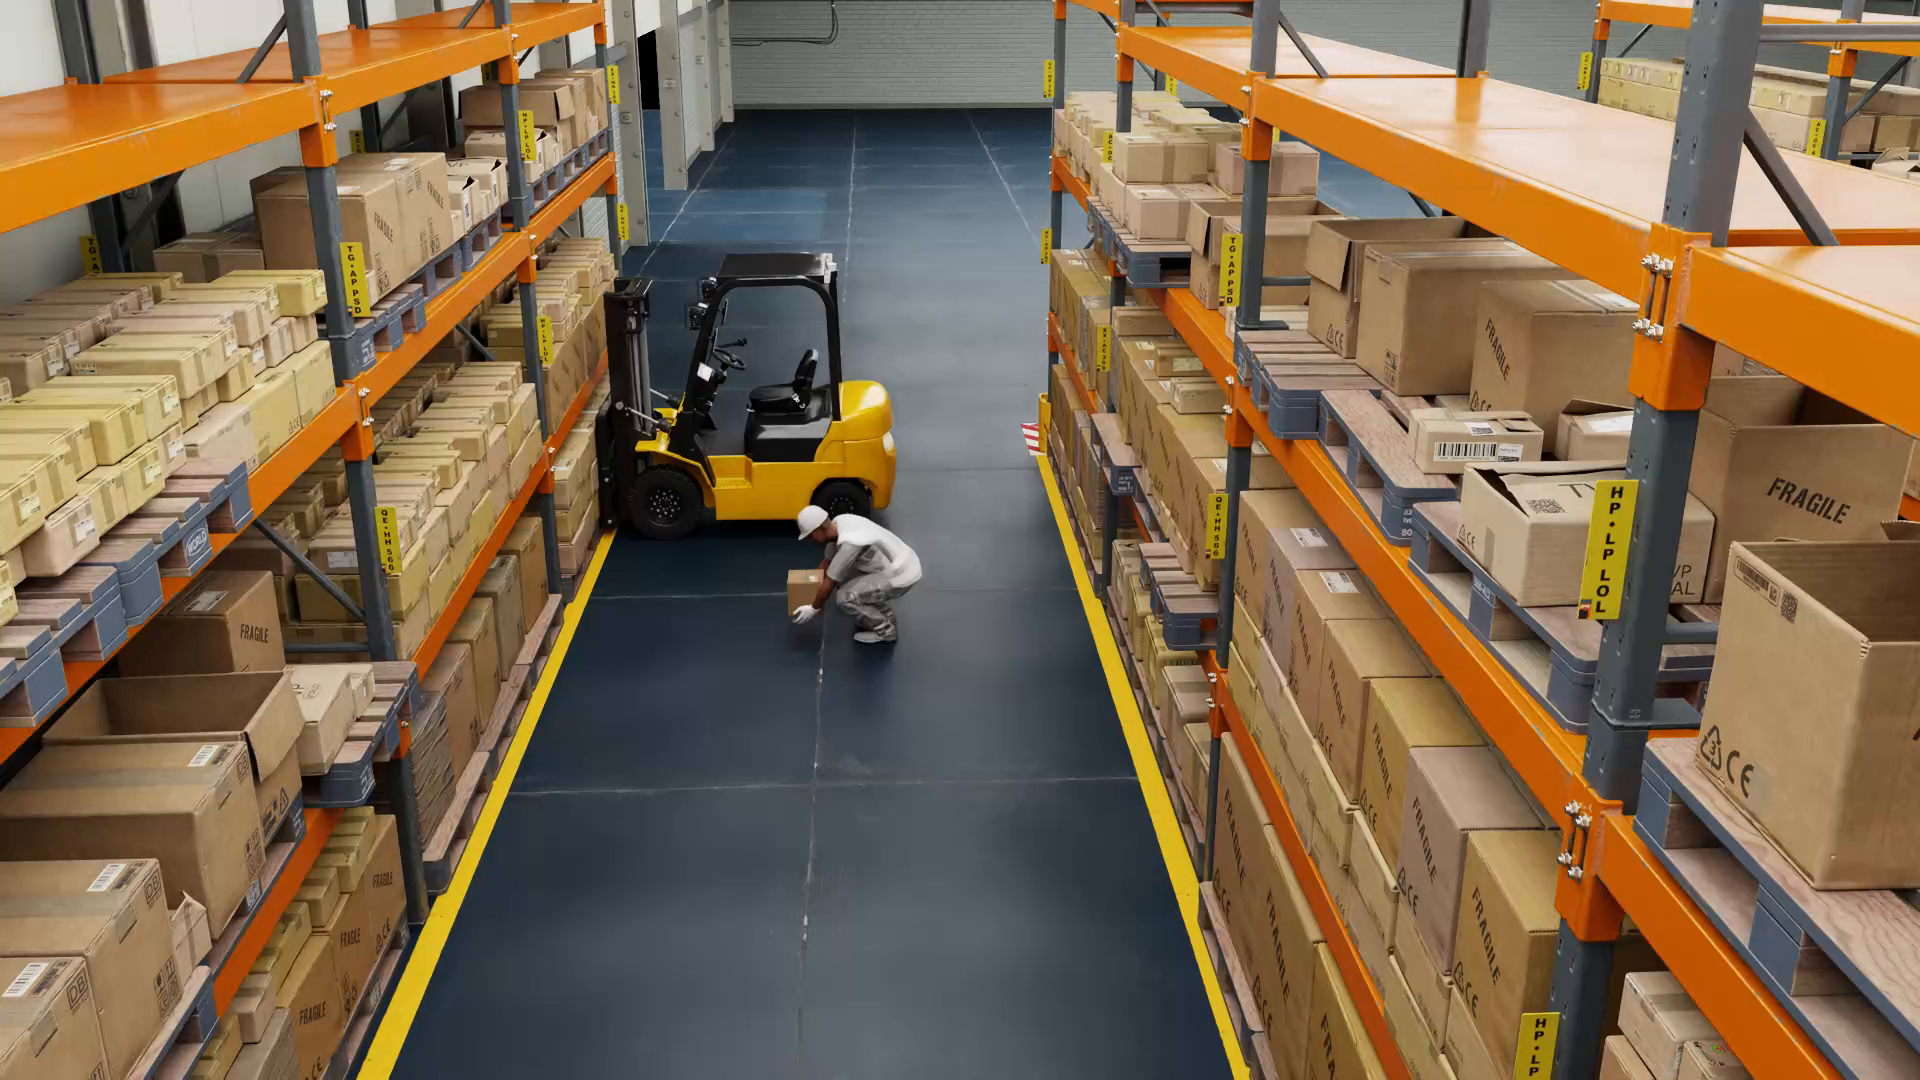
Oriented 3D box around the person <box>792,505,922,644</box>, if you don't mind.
[{"bbox_3d":[-0.725,0.215,11.616,0.914,0.993,0.577,-1,20,-3],"label":"person"}]
